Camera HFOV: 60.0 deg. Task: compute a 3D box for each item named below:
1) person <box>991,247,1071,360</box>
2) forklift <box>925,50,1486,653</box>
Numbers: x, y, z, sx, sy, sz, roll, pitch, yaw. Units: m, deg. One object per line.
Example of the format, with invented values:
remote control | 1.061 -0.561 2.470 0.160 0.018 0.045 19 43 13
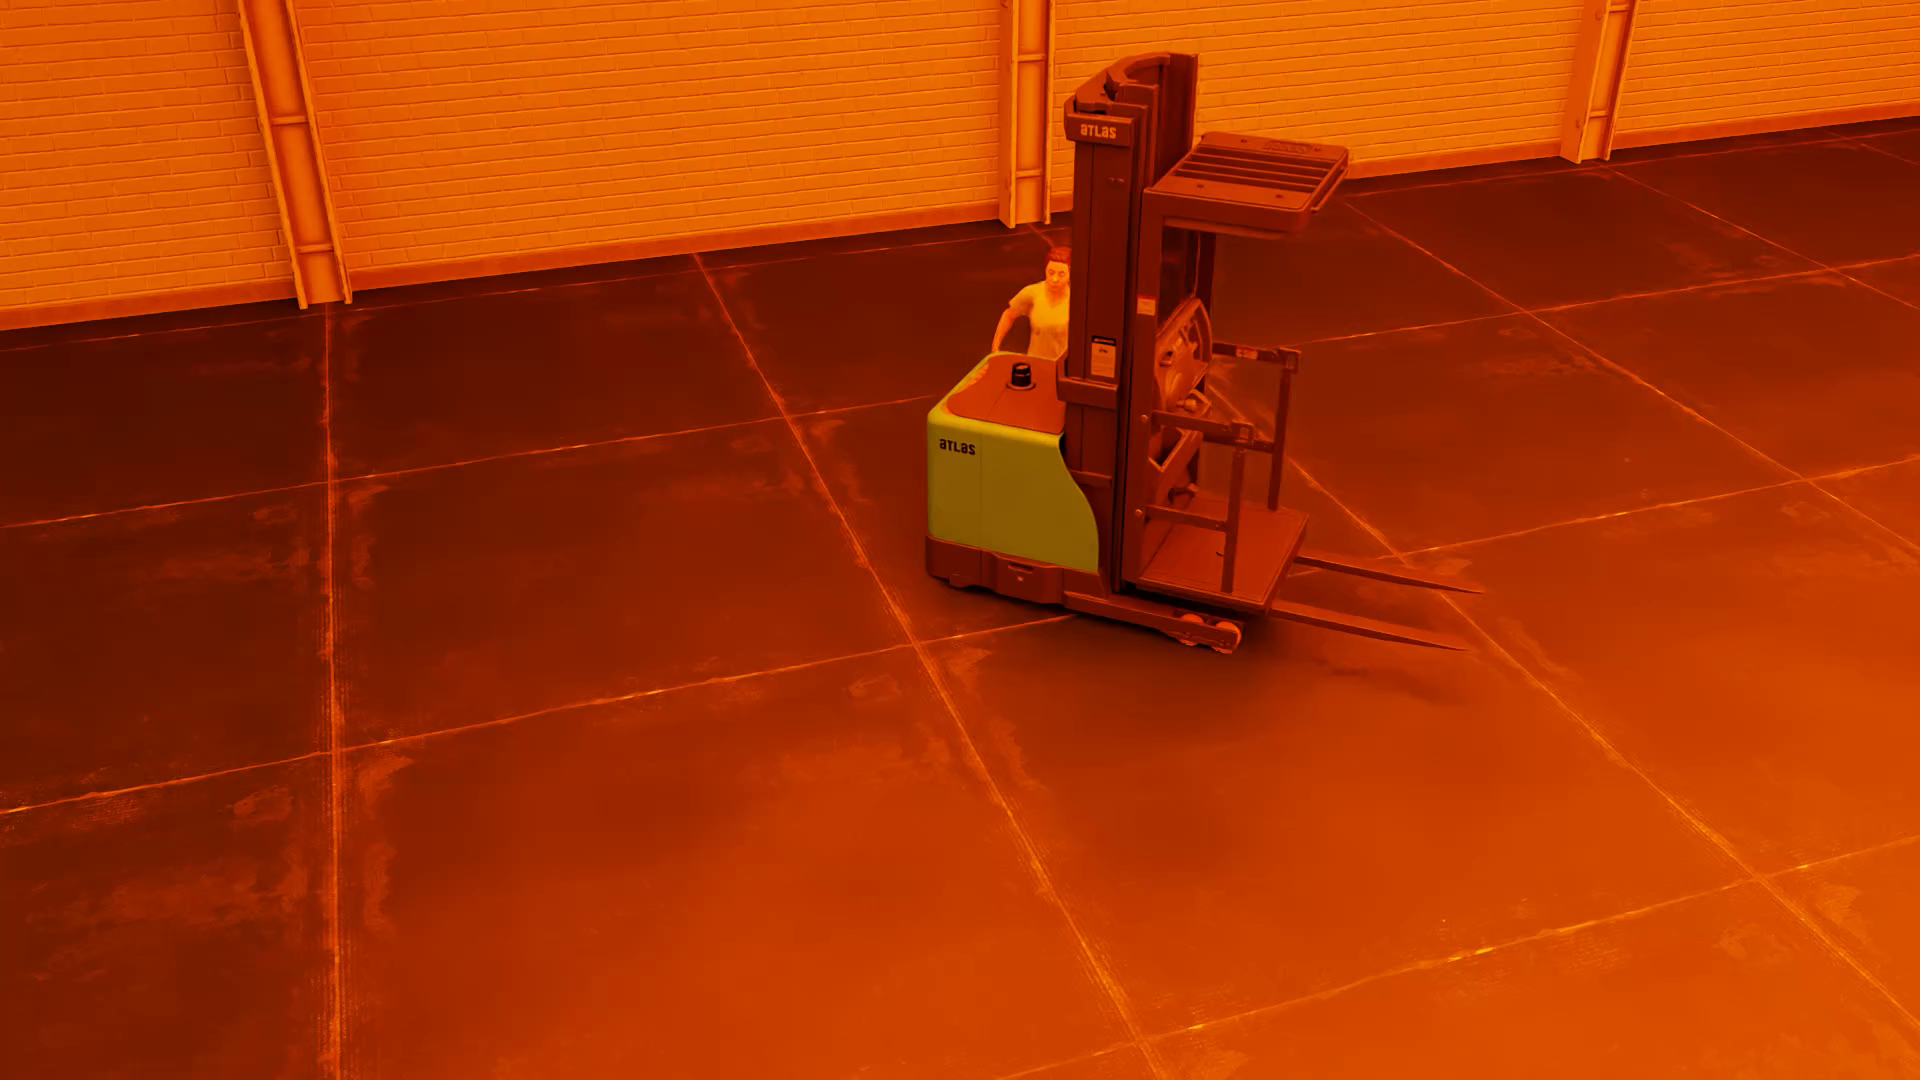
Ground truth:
person | 0.553 -0.977 10.126 0.800 1.623 0.533 9 31 16
forklift | 1.368 -0.962 8.759 3.031 2.935 1.130 12 32 20
